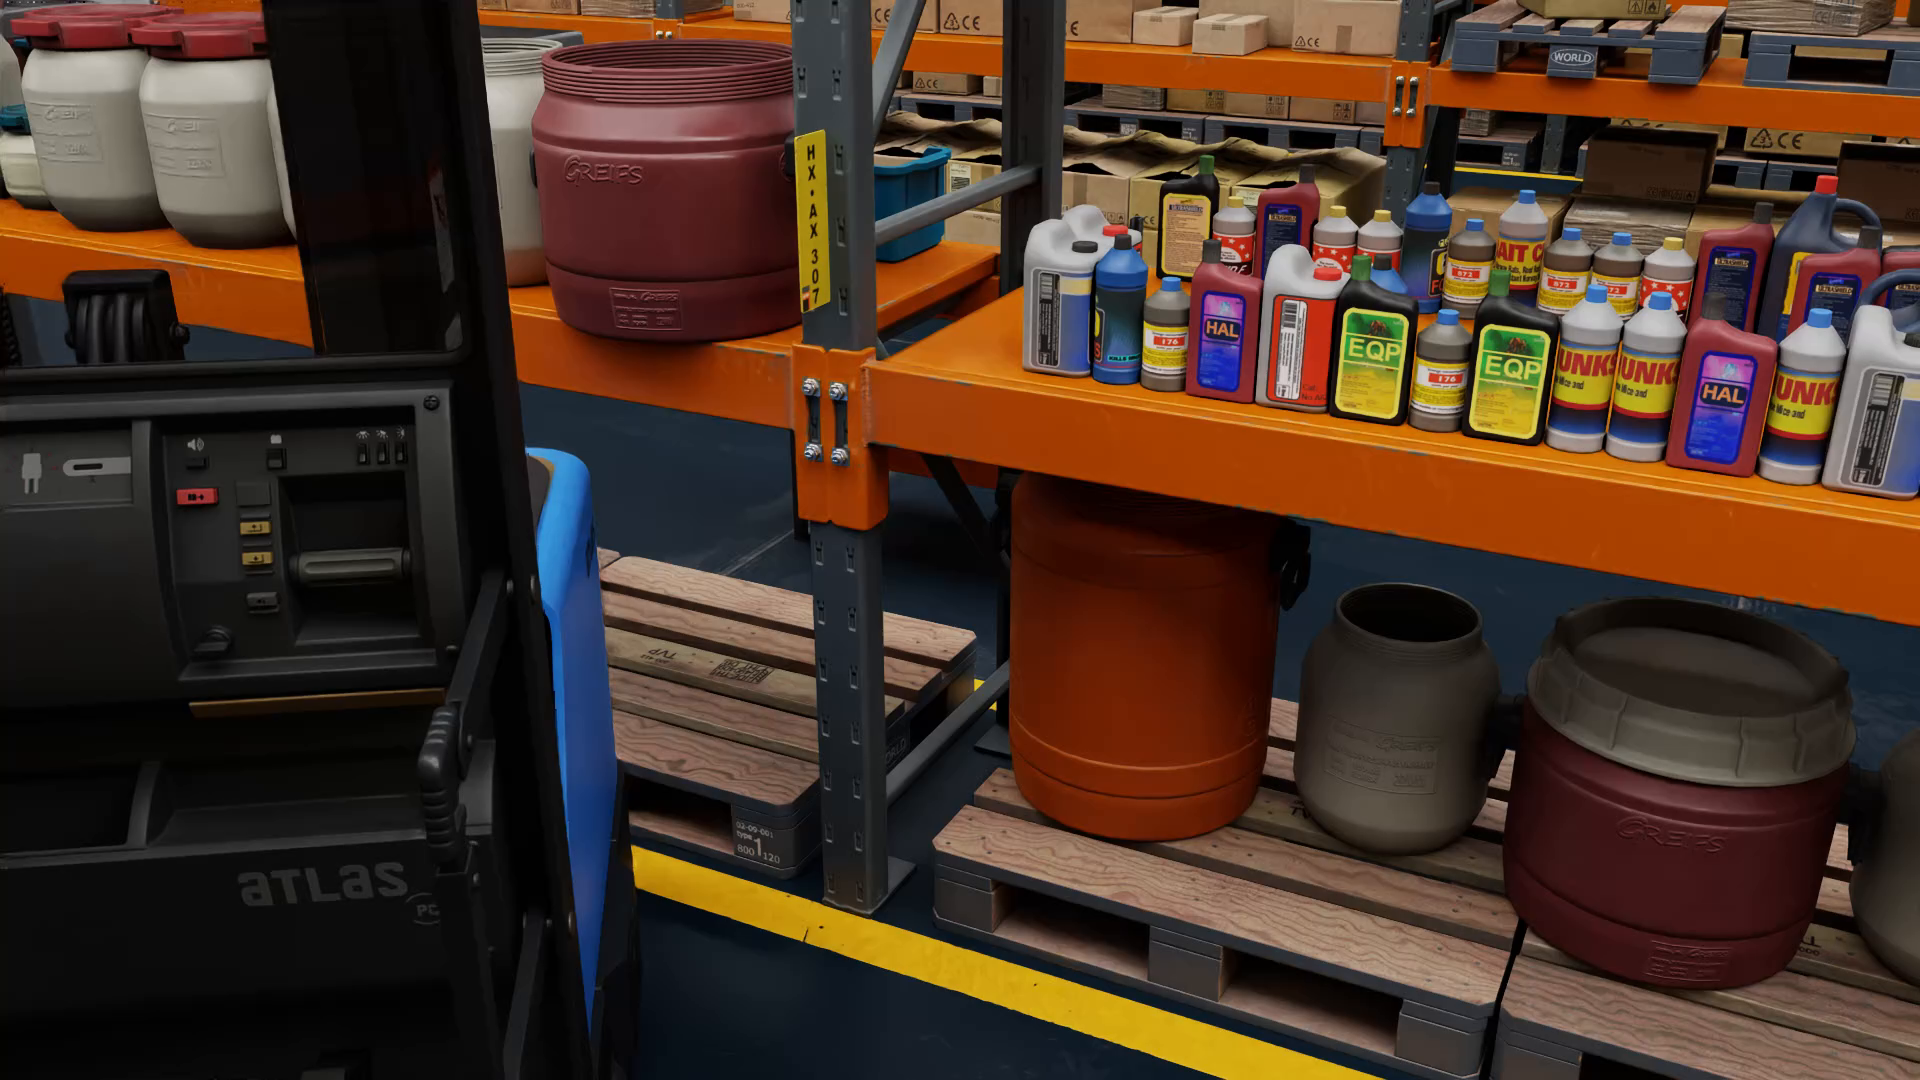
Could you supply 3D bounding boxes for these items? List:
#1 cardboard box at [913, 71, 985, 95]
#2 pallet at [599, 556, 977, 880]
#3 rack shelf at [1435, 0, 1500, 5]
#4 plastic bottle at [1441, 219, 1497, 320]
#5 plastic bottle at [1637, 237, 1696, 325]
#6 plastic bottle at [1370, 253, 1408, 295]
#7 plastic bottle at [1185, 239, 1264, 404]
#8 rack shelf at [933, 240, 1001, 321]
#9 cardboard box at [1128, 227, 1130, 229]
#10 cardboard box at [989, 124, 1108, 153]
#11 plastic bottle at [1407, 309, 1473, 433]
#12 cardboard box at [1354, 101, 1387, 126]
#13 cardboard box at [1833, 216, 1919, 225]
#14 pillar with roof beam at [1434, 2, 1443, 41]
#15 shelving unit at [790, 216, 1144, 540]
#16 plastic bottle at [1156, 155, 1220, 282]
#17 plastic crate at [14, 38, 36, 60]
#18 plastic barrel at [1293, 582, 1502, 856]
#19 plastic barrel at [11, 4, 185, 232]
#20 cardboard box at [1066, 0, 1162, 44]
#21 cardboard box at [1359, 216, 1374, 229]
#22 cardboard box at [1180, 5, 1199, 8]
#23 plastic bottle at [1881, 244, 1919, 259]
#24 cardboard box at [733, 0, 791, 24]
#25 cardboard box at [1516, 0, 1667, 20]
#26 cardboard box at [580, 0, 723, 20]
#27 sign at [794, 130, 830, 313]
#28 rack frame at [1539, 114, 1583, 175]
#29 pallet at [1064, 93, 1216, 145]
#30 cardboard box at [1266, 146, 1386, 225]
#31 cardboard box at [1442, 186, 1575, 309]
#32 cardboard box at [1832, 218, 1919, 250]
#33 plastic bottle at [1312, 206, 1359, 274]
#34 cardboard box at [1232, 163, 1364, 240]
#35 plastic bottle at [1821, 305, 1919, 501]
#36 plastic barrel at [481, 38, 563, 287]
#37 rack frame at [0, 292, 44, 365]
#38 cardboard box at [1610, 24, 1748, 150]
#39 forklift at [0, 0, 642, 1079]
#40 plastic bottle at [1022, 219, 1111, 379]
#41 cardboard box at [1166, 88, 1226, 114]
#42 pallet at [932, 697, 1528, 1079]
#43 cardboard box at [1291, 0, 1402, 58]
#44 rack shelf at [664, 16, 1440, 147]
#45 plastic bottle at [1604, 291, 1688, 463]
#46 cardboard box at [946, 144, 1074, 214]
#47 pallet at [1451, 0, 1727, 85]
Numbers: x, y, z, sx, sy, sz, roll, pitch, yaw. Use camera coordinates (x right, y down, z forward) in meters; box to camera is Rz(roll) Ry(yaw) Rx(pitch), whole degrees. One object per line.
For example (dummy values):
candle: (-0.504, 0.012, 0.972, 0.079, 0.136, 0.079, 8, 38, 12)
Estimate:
cardboard box: (-0.076, -4.099, 14.188, 0.500, 0.500, 0.500, 9, 25, 21)
pallet: (-0.706, 0.422, 4.489, 1.213, 0.211, 1.003, 11, 25, 25)
rack shelf: (2.653, -4.194, 12.697, 4.000, 0.370, 1.077, 11, 25, 25)
plastic bottle: (1.082, -0.578, 3.531, 0.097, 0.201, 0.097, 0, 23, 0)
plastic bottle: (1.430, -0.510, 3.369, 0.097, 0.201, 0.097, 0, 23, 0)
plastic bottle: (0.739, -0.372, 2.957, 0.097, 0.271, 0.097, 0, 23, 0)
plastic bottle: (0.481, -0.394, 2.994, 0.133, 0.283, 0.061, 11, 25, 25)
rack shelf: (0.006, -0.786, 5.413, 1.000, 0.278, 0.538, 11, 25, 25)
cardboard box: (0.717, -1.556, 8.553, 0.500, 0.250, 0.500, 12, 26, 26)
cardboard box: (0.485, -2.093, 9.099, 0.500, 0.311, 0.500, 11, 25, 24)
plastic bottle: (0.831, -0.295, 2.865, 0.097, 0.201, 0.097, 0, 23, 0)
cardboard box: (3.364, -3.464, 12.694, 0.500, 0.500, 0.700, 11, 25, 24)
cardboard box: (4.079, -1.228, 7.436, 0.500, 0.500, 0.500, 10, 25, 23)
pillar with roof beam: (1.725, -5.960, 8.267, 0.400, 9.000, 9.100, 11, 25, 25)
shelving unit: (0.006, -0.516, 5.527, 1.048, 1.125, 0.538, 11, 25, 25)
plastic bottle: (0.521, -0.735, 3.795, 0.133, 0.283, 0.061, 11, 25, 25)
plastic crate: (-2.477, -1.324, 5.051, 0.575, 0.384, 0.392, 11, 25, 25)
plastic barrel: (0.956, 0.389, 3.644, 0.421, 0.512, 0.421, 0, 23, 0)
plastic barrel: (-2.193, -1.105, 4.342, 0.433, 0.535, 0.433, 0, 23, 0)
cardboard box: (0.701, -2.777, 8.320, 0.500, 0.500, 0.500, 10, 25, 22)
cardboard box: (1.871, -1.564, 8.571, 0.500, 0.250, 0.500, 11, 25, 24)
cardboard box: (1.927, -4.074, 13.171, 0.500, 0.250, 0.500, 11, 25, 23)
plastic bottle: (1.825, -0.477, 3.188, 0.133, 0.283, 0.061, 11, 25, 25)
cardboard box: (-0.905, -3.006, 9.178, 0.500, 0.250, 0.500, 13, 26, 28)
cardboard box: (2.819, -2.608, 7.385, 0.500, 0.500, 0.700, 3, 23, 7)
cardboard box: (-1.763, -3.269, 9.476, 0.500, 0.500, 0.700, 10, 25, 23)
sign: (-0.274, -0.593, 3.103, 0.005, 0.325, 0.100, 11, 25, 25)
rack frame: (4.438, -4.171, 11.726, 0.127, 3.000, 1.000, 11, 25, 25)
pallet: (1.563, -3.458, 13.610, 1.213, 0.211, 1.003, 11, 25, 25)
cardboard box: (1.871, -1.822, 8.461, 0.500, 0.311, 0.500, 12, 26, 26)
cardboard box: (2.483, -1.313, 7.636, 0.500, 0.500, 0.500, 12, 26, 27)
cardboard box: (3.866, -1.041, 6.998, 0.500, 0.500, 0.500, 10, 25, 23)
plastic bottle: (0.822, -0.630, 3.652, 0.097, 0.201, 0.097, 0, 23, 0)
cardboard box: (1.627, -1.633, 8.018, 0.500, 0.311, 0.500, 12, 26, 26)
plastic bottle: (1.446, -0.220, 2.593, 0.135, 0.276, 0.152, 11, 25, 25)
plastic barrel: (-1.047, -0.870, 3.820, 0.421, 0.512, 0.421, 0, 23, 0)
rack frame: (-3.602, -1.418, 5.251, 0.127, 3.000, 1.000, 11, 25, 25)
cardboard box: (5.035, -3.200, 11.651, 0.750, 0.750, 0.750, 11, 25, 24)
forklift: (-1.088, 0.034, 1.924, 1.130, 2.935, 3.031, -3, 23, -7)
plastic bottle: (0.208, -0.465, 3.169, 0.135, 0.276, 0.152, 11, 25, 25)
cardboard box: (2.016, -3.732, 13.325, 0.500, 0.500, 0.700, 11, 25, 24)
pallet: (0.690, 0.697, 3.842, 1.213, 0.211, 1.003, 11, 25, 25)
cardboard box: (1.901, -2.479, 7.860, 0.500, 0.311, 0.500, 13, 26, 28)
rack shelf: (0.421, -2.463, 8.627, 4.000, 0.370, 1.077, 11, 25, 25)
plastic bottle: (1.124, -0.270, 2.715, 0.097, 0.271, 0.097, 0, 23, 0)
cardboard box: (0.265, -1.902, 8.650, 0.500, 0.311, 0.500, 12, 26, 26)
pallet: (2.842, -2.257, 7.470, 1.003, 0.211, 1.213, 11, 25, 25)
